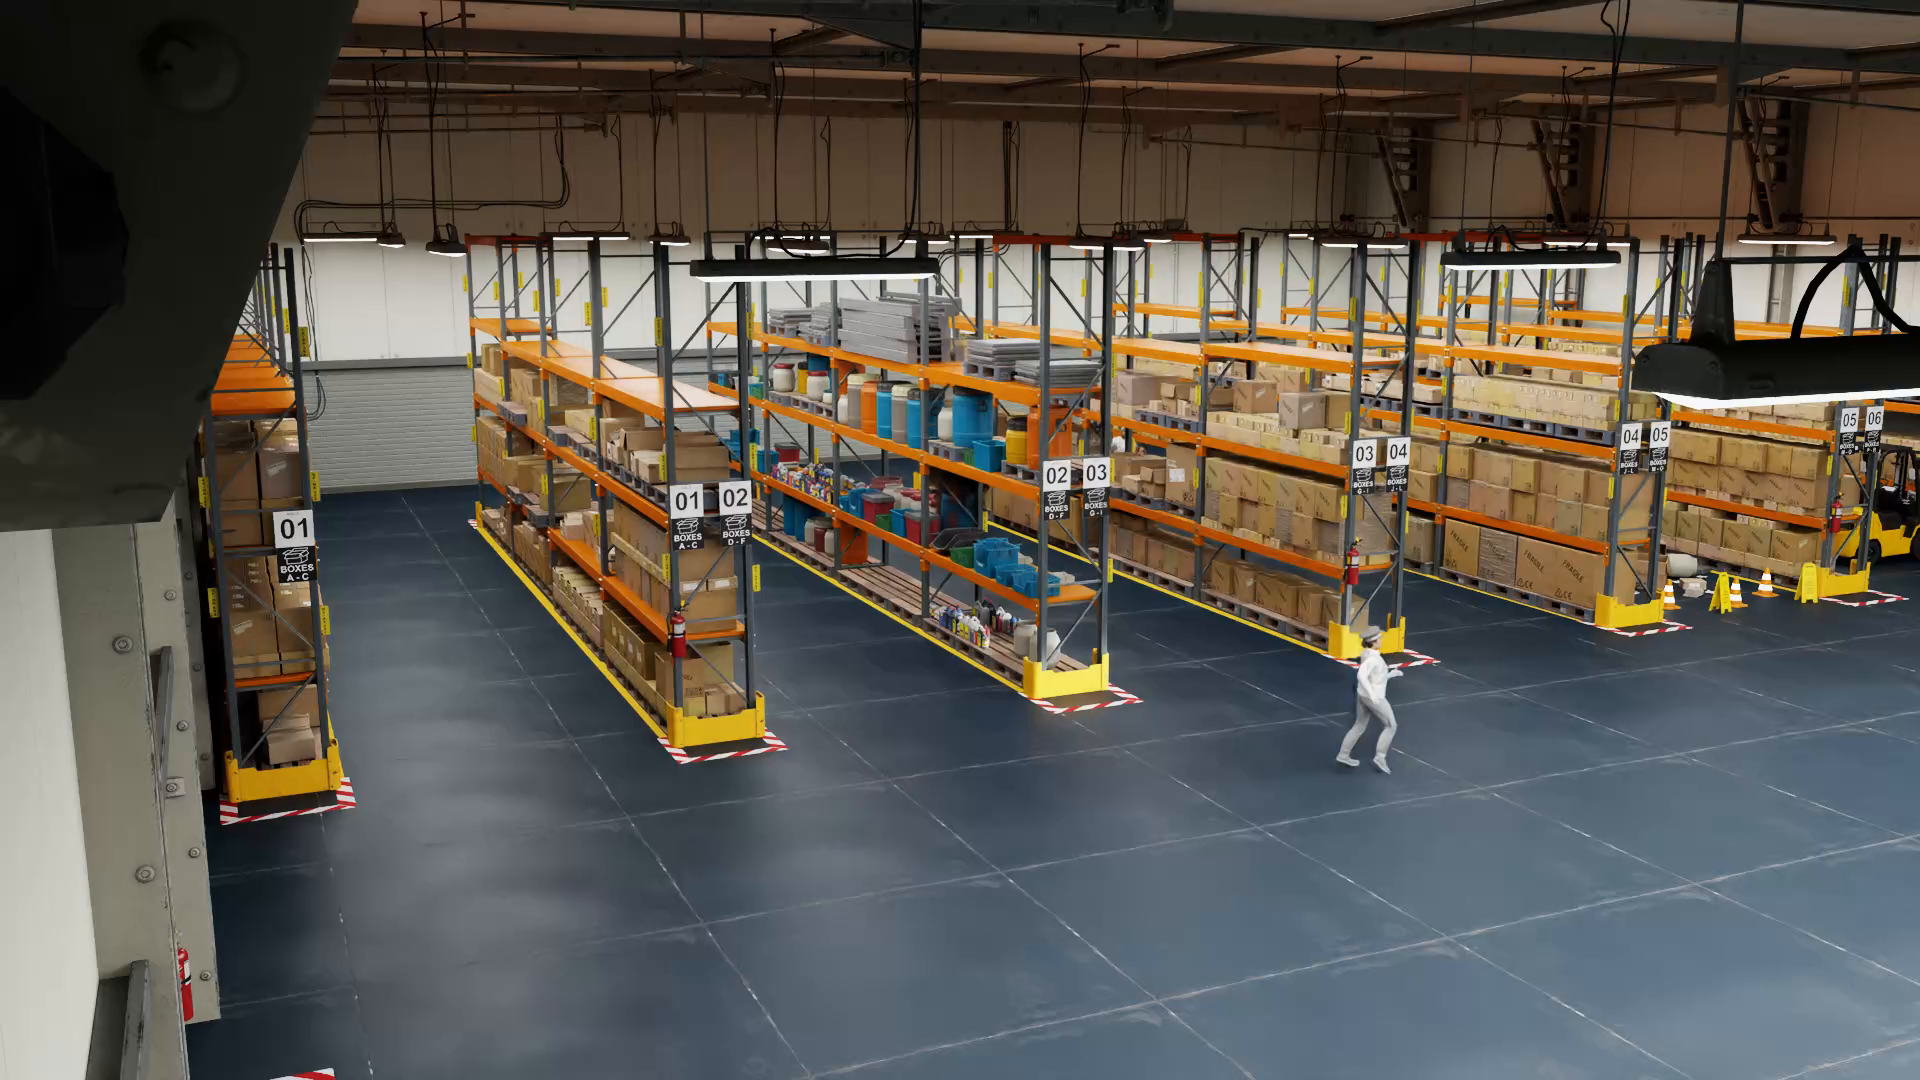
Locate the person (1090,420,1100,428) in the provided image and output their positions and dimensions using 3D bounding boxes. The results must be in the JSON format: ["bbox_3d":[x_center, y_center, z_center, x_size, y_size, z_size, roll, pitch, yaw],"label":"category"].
[{"bbox_3d":[3.254,-2.453,41.304,0.719,1.683,0.936,9,14,39],"label":"person"}]

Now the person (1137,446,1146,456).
[{"bbox_3d":[3.712,-1.057,34.091,0.652,1.718,0.648,-8,14,-37],"label":"person"}]

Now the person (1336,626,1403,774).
[{"bbox_3d":[4.738,1.851,19.166,0.732,1.749,0.576,-1,11,-8],"label":"person"}]

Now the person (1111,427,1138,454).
[{"bbox_3d":[3.685,-1.688,37.181,0.641,1.815,0.912,-3,11,-15],"label":"person"}]
